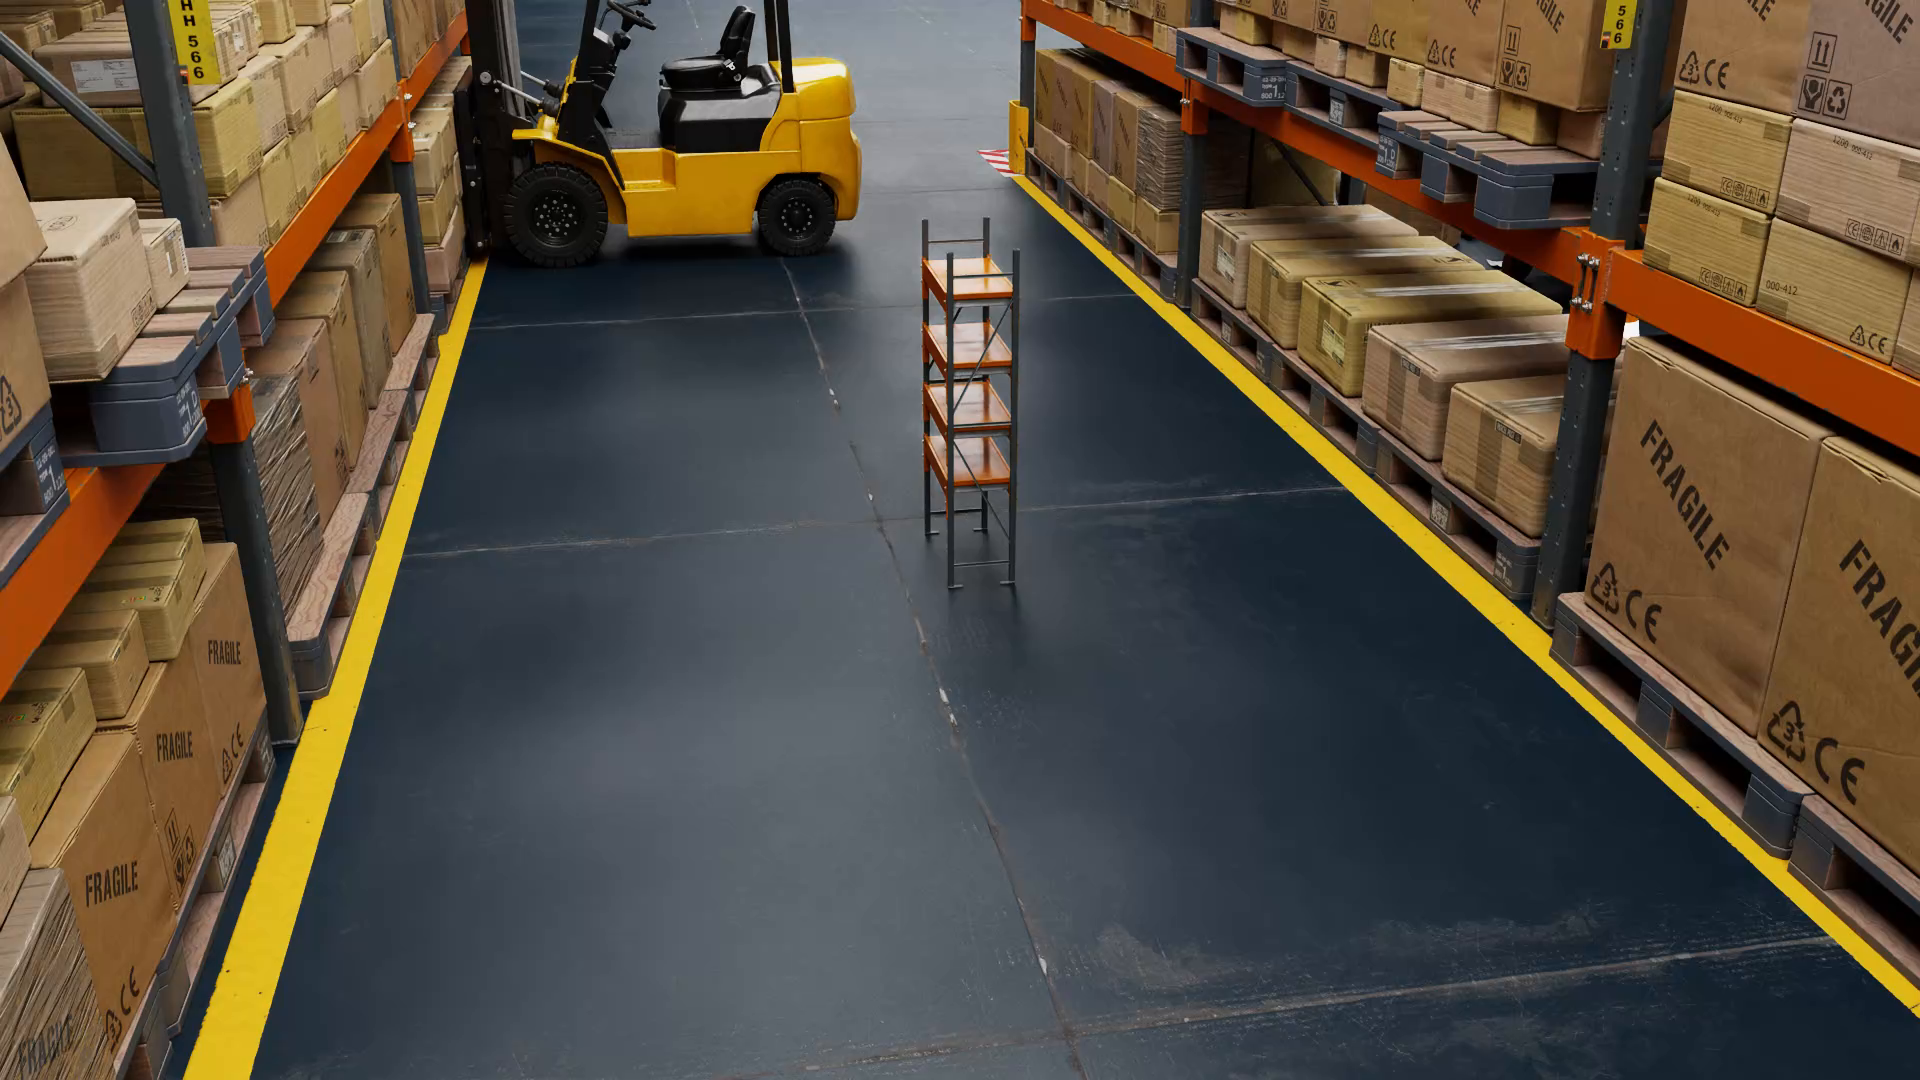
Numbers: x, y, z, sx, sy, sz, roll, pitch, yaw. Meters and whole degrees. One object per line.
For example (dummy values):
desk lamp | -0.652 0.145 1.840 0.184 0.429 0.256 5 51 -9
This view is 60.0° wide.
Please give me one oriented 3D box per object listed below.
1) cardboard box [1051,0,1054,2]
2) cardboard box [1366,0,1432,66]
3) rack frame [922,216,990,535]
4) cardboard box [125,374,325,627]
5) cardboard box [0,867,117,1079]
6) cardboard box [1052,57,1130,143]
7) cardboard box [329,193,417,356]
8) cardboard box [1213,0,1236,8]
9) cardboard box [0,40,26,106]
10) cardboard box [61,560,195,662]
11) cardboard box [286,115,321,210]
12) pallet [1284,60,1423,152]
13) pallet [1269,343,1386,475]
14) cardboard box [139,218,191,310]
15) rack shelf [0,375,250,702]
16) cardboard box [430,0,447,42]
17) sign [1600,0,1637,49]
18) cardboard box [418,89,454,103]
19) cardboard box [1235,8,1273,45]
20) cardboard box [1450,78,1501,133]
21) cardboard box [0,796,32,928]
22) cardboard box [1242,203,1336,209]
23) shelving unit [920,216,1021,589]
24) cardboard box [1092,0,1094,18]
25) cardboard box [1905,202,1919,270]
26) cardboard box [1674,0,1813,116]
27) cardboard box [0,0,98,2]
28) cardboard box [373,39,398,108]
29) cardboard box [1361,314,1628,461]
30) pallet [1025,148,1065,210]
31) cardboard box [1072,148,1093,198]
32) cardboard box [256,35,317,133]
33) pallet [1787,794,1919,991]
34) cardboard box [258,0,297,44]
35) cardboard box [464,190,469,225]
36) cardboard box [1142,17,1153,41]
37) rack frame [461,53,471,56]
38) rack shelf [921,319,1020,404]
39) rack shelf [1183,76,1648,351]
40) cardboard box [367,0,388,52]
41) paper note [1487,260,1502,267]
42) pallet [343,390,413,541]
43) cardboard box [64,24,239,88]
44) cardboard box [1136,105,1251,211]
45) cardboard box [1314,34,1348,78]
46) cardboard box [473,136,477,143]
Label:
cardboard box | 0.846 -3.800 11.516 0.380 0.149 0.250 -5 24 -11
cardboard box | 1.878 -2.059 6.196 0.500 0.500 0.500 -6 24 -13
rack frame | -0.014 -0.581 6.081 0.240 1.200 0.015 -4 24 -10
cardboard box | -2.543 -0.107 5.190 0.875 0.625 0.625 -4 24 -8
cardboard box | -1.856 0.953 2.919 0.500 0.500 0.500 -5 24 -12
cardboard box | 0.940 -2.996 11.336 0.500 0.500 0.500 -5 24 -12
cardboard box | -3.073 -1.230 7.761 0.875 0.625 0.625 -3 24 -7
cardboard box | 1.502 -2.868 8.048 0.500 0.500 0.500 -4 24 -8
cardboard box | -2.700 -1.213 4.344 0.380 0.149 0.250 -4 24 -8
cardboard box | -2.020 0.180 3.879 0.380 0.149 0.250 -6 24 -12
cardboard box | -2.473 -1.281 5.623 0.500 0.250 0.500 -5 24 -11
pallet | 2.030 -1.813 6.894 1.003 0.211 1.213 -4 24 -10
pallet | 2.071 -0.634 7.438 1.003 0.211 1.213 -4 24 -10
cardboard box | -1.943 -0.604 3.675 0.380 0.149 0.250 -4 24 -9
rack shelf | -2.071 0.360 2.578 1.077 0.370 4.000 -4 24 -10
cardboard box | -3.286 -3.172 9.640 0.500 0.500 0.500 -4 24 -9
sign | 1.905 -1.576 4.763 0.100 0.325 0.005 -4 24 -10
cardboard box | -3.239 -2.538 9.975 0.500 0.250 0.500 -5 24 -11
cardboard box | 1.526 -2.437 7.870 0.380 0.149 0.250 -4 24 -9
cardboard box | 1.933 -1.510 5.750 0.380 0.149 0.250 -5 24 -10
cardboard box | -1.883 0.598 2.921 0.380 0.149 0.250 -5 24 -12
cardboard box | 1.853 -1.883 9.725 0.500 0.250 0.500 -5 24 -12
shelving unit | 0.031 -0.485 5.861 0.258 1.200 0.503 -4 24 -10
cardboard box | 1.057 -3.392 10.582 0.380 0.149 0.250 -5 24 -11
cardboard box | 2.462 -0.668 3.595 0.500 0.250 0.500 -4 24 -10
cardboard box | 2.287 -1.418 4.374 0.500 0.500 0.500 -5 24 -12
cardboard box | -3.060 -1.706 5.473 0.380 0.149 0.250 -5 24 -11
cardboard box | -2.830 -2.083 7.458 0.500 0.250 0.500 -4 24 -9
cardboard box | 2.197 -0.626 6.695 0.950 0.372 0.625 -5 24 -11
pallet | 1.087 -2.642 12.036 1.003 0.211 1.213 -4 24 -10
cardboard box | 1.035 -2.452 11.027 0.500 0.250 0.500 -3 24 -6
cardboard box | -2.453 -1.514 5.532 0.500 0.250 0.500 -5 24 -11
pallet | 2.730 0.947 3.818 1.003 0.211 1.213 -4 24 -10
cardboard box | -2.460 -1.754 5.583 0.380 0.149 0.250 -4 24 -9
cardboard box | -3.239 -2.078 10.171 0.500 0.250 0.500 -4 24 -8
cardboard box | 1.281 -2.993 9.668 0.380 0.149 0.250 -5 24 -10
rack frame | -3.920 -3.903 11.440 1.000 3.000 0.127 -4 24 -10
rack shelf | 0.031 -0.628 5.798 0.258 0.148 0.480 -4 24 -10
rack shelf | 2.067 -1.583 7.025 1.077 0.370 4.000 -4 24 -10
cardboard box | -2.839 -2.316 7.368 0.500 0.250 0.500 -5 24 -11
paper note | 3.275 -1.673 10.043 0.148 0.019 0.142 -4 24 -10
pallet | -2.777 -0.284 6.638 1.003 0.211 1.213 -4 24 -10
cardboard box | -2.261 -1.352 4.662 0.380 0.149 0.250 -4 24 -9
cardboard box | 1.324 -2.188 9.485 0.500 0.500 0.500 -5 24 -10
cardboard box | 1.702 -2.021 6.918 0.380 0.149 0.250 -3 24 -8
cardboard box | -3.325 -2.497 10.506 0.500 0.250 0.500 -5 24 -11
